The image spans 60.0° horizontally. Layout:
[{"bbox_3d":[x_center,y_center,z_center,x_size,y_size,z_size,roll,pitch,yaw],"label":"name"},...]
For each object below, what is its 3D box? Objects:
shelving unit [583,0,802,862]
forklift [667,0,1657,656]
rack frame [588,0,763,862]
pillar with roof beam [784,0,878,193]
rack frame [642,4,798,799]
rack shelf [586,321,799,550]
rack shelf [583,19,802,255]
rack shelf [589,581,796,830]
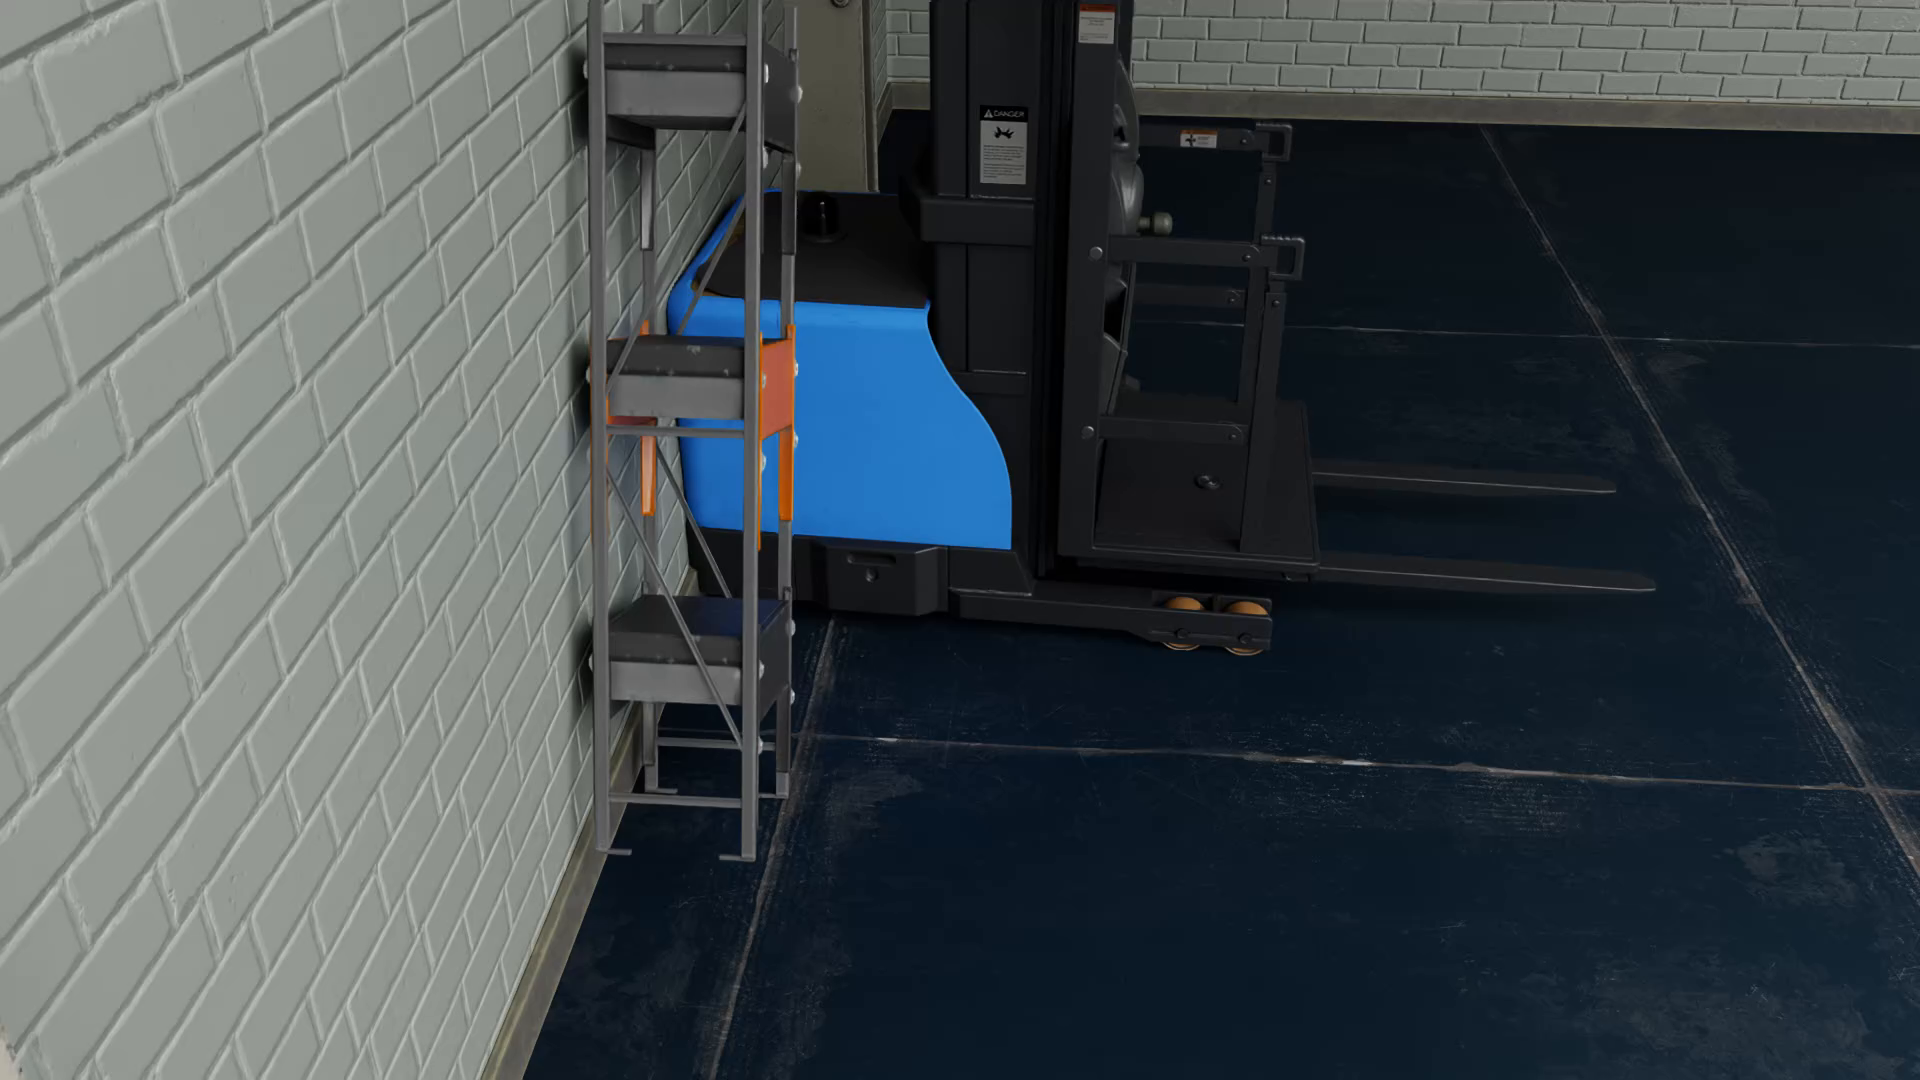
[{"bbox_3d":[-0.659,-0.291,4.182,0.431,2.100,0.503,2,10,3],"label":"shelving unit"},{"bbox_3d":[0.673,-1.186,4.880,3.031,2.935,1.130,4,32,7],"label":"forklift"},{"bbox_3d":[-0.675,-0.251,3.942,0.400,2.100,0.015,2,10,3],"label":"rack frame"},{"bbox_3d":[3.763,-4.662,4.737,9.100,9.000,0.400,2,32,4],"label":"pillar with roof beam"},{"bbox_3d":[-0.643,-0.331,4.423,0.400,2.100,0.015,2,10,3],"label":"rack frame"},{"bbox_3d":[-0.660,-0.277,4.185,0.431,0.518,0.480,2,10,3],"label":"rack shelf"},{"bbox_3d":[-0.640,-0.968,4.069,0.431,0.518,0.480,2,10,3],"label":"rack shelf"},{"bbox_3d":[-0.679,0.413,4.301,0.431,0.518,0.480,2,10,3],"label":"rack shelf"}]
